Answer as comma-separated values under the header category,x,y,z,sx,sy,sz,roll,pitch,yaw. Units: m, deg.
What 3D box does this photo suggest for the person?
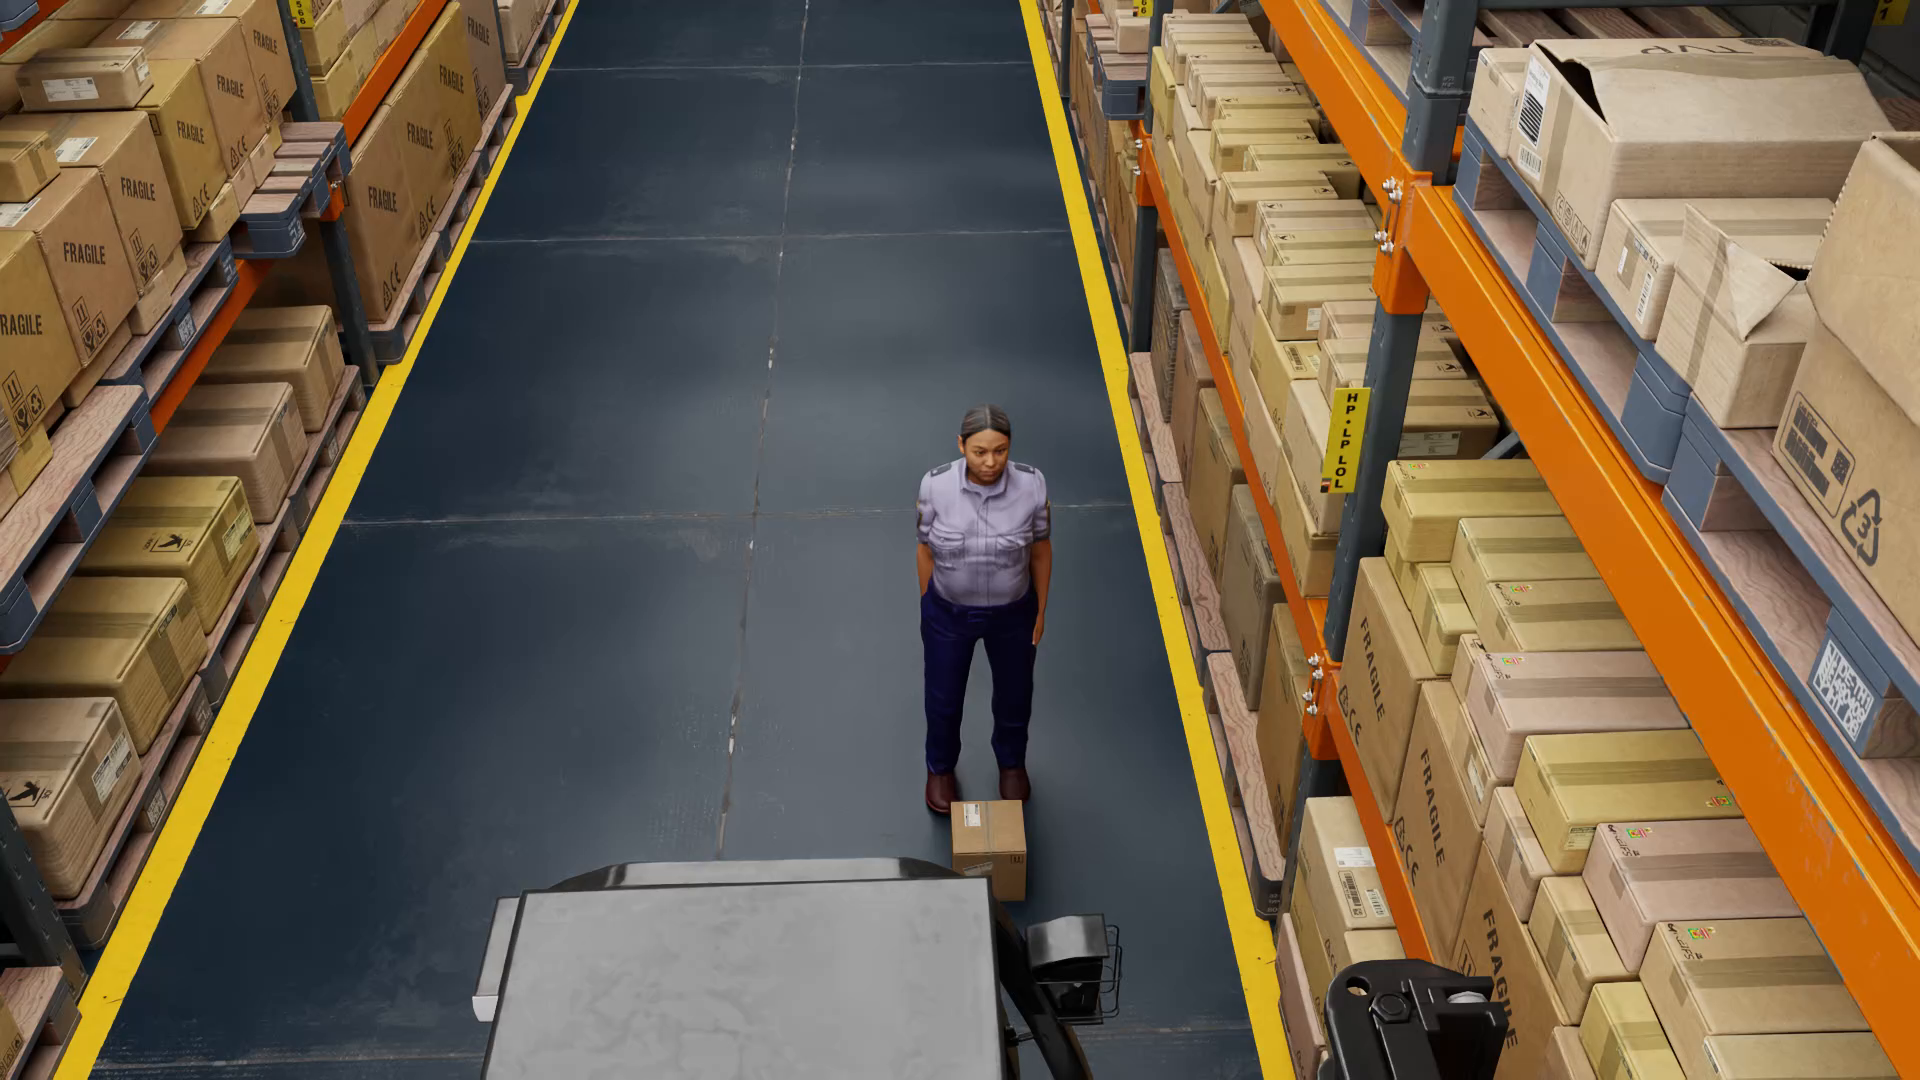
category,x,y,z,sx,sy,sz,roll,pitch,yaw
person,0.084,0.260,5.806,0.466,1.653,0.344,-1,35,-1
